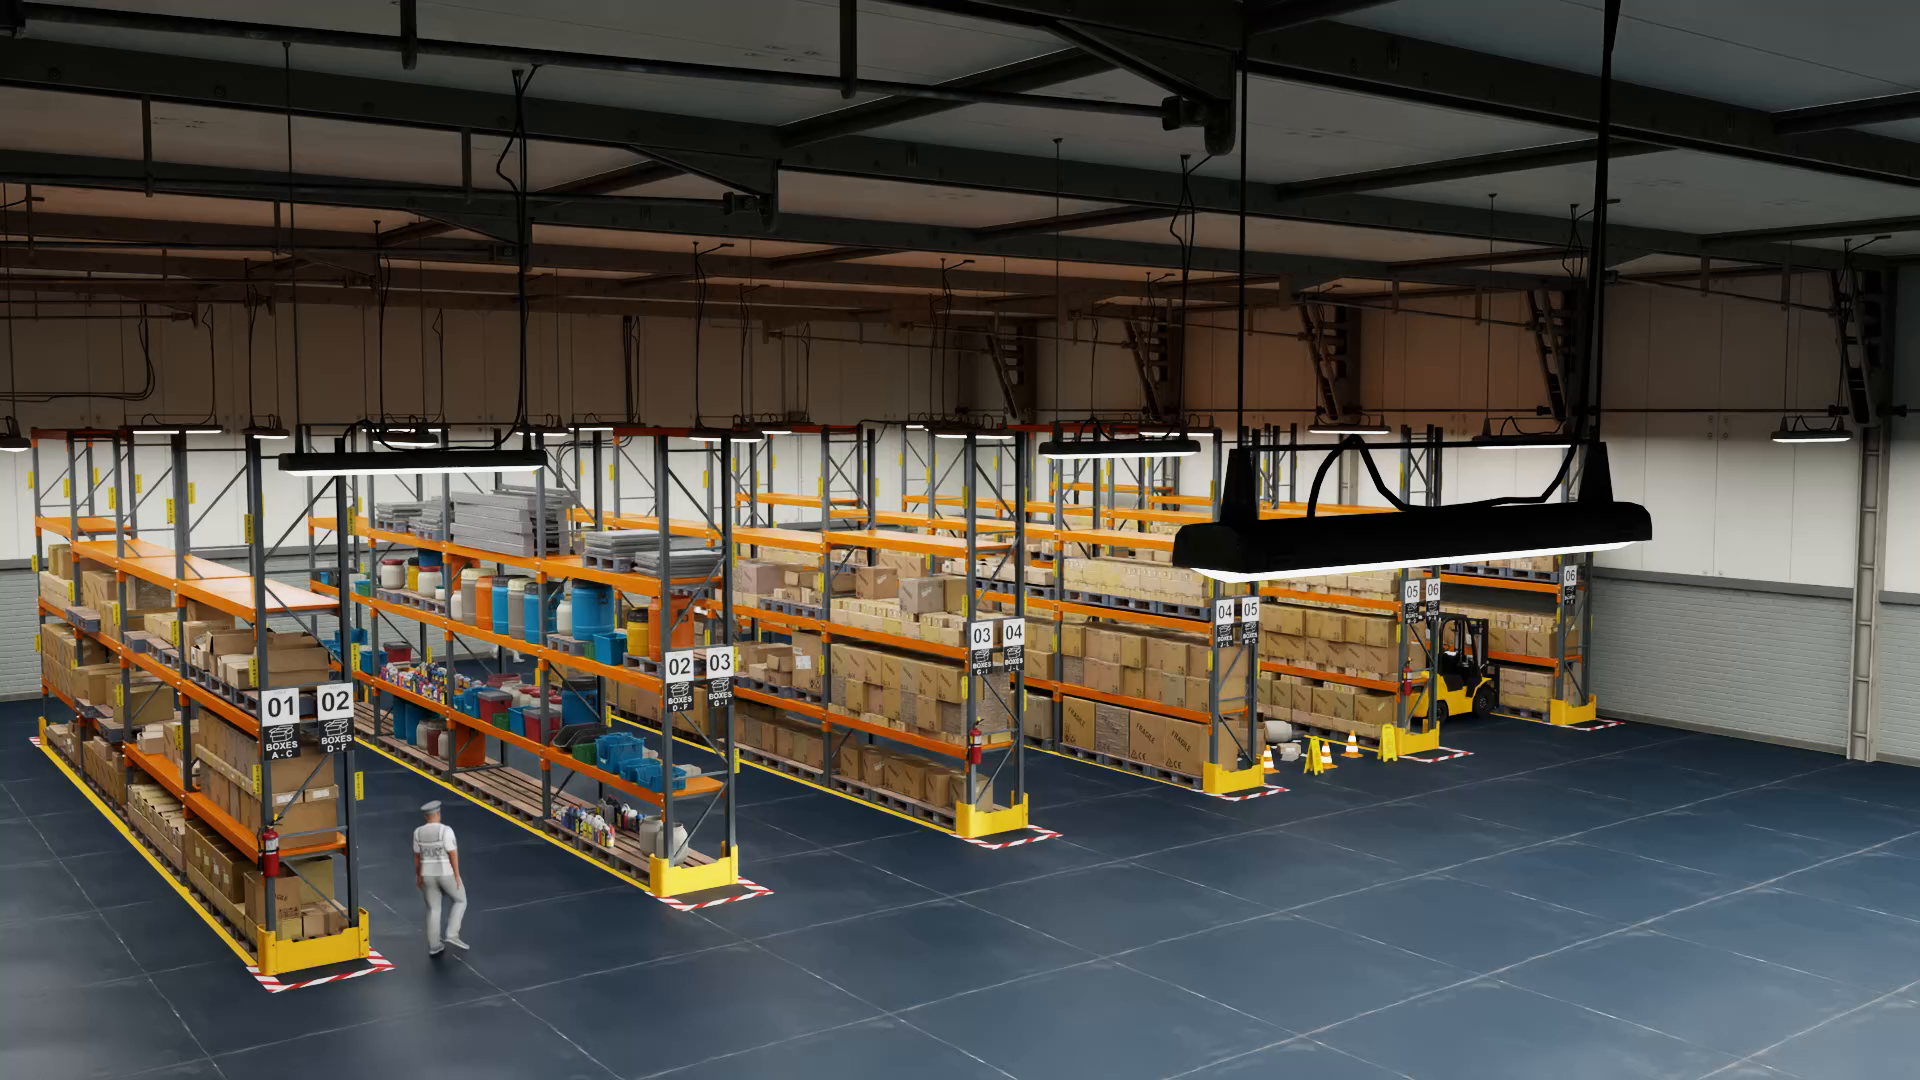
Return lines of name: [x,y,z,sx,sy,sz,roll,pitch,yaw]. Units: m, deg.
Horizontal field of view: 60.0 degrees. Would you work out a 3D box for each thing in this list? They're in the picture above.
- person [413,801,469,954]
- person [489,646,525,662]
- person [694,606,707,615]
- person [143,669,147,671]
person: [-6.074,3.935,19.401,0.646,1.737,0.501,0,4,4]
person: [-11.328,2.246,41.564,0.866,1.627,0.486,-1,5,-16]
person: [-6.333,2.248,40.981,0.594,1.765,1.006,0,4,1]
person: [-16.600,2.792,33.759,0.692,1.717,1.115,-4,6,-41]
